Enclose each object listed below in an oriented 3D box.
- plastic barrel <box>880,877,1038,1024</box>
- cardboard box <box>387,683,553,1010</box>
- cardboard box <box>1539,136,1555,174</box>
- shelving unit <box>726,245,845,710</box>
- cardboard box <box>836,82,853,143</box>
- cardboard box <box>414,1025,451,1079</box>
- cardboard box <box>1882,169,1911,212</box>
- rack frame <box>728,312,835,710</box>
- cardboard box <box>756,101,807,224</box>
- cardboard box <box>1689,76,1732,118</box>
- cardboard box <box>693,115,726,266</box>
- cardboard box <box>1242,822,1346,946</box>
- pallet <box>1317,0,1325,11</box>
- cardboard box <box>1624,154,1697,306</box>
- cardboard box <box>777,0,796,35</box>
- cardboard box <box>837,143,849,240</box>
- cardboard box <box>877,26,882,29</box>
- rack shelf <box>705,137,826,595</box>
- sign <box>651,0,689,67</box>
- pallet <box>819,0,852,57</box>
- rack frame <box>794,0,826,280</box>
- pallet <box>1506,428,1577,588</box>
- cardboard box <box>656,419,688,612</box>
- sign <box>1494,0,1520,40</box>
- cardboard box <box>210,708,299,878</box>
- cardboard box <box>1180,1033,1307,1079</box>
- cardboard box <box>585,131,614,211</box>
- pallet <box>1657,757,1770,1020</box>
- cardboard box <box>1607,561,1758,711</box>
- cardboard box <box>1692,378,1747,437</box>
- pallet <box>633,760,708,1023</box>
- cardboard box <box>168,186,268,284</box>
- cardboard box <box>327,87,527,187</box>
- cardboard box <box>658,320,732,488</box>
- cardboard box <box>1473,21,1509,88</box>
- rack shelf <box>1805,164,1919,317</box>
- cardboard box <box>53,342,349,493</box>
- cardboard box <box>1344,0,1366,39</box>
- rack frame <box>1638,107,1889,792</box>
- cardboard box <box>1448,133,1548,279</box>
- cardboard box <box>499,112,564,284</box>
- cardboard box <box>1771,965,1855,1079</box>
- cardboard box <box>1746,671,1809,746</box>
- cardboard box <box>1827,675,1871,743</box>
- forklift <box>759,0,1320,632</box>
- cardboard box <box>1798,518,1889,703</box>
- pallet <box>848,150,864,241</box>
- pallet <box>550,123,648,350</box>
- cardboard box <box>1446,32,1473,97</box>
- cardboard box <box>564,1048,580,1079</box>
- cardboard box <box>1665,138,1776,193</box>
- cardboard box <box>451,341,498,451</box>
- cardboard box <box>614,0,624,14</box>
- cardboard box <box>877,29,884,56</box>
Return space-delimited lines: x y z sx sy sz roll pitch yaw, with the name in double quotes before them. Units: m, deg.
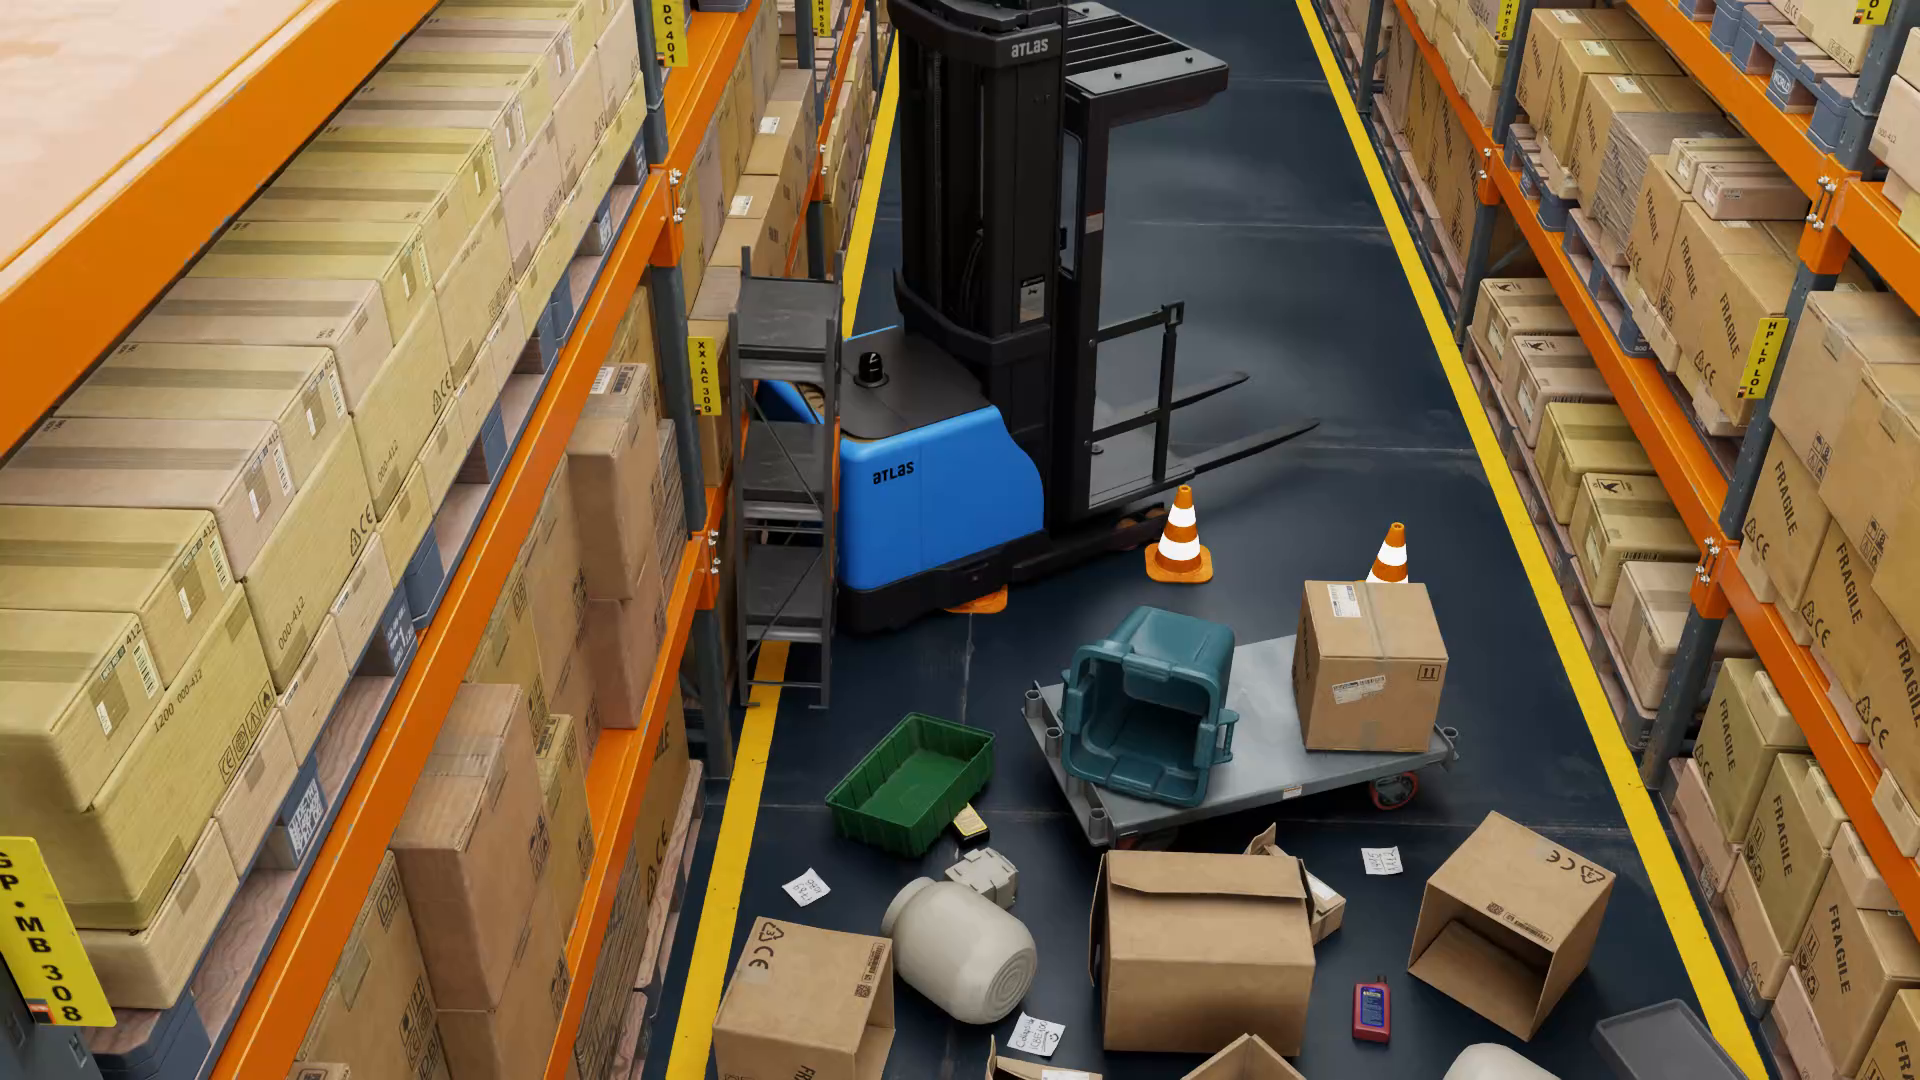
"plastic barrel" -0.007 1.515 6.172 0.512 0.421 0.421 28 44 33
"cardboard box" -1.513 0.719 3.994 0.875 0.550 0.550 1 35 2
"cardboard box" 3.316 -2.037 8.839 0.380 0.149 0.250 -1 35 -1
"shelving unit" -0.734 -0.198 7.098 0.431 2.100 0.503 3 40 -2
"cardboard box" -1.011 -2.947 11.436 0.500 0.250 0.500 2 35 2
"cardboard box" -1.685 1.479 3.852 0.875 0.550 0.550 1 35 2
"cardboard box" 3.196 -1.120 5.290 0.380 0.149 0.250 1 35 1
"rack frame" -0.734 -0.041 6.911 0.400 2.100 0.015 3 40 -2
"cardboard box" -1.105 -2.014 8.866 0.500 0.500 0.500 1 35 2
"cardboard box" 3.847 -1.948 8.148 0.500 0.500 0.500 -1 35 -1
"cardboard box" -1.441 -1.548 7.333 0.700 0.500 0.500 2 35 2
"cardboard box" 1.279 1.367 6.520 0.258 0.266 0.396 -24 42 -30
"pallet" 3.984 -5.463 16.285 1.003 0.211 1.213 1 35 2
"cardboard box" 3.290 -1.357 7.307 0.500 0.500 0.500 2 35 4
"cardboard box" -1.121 -3.101 9.835 0.380 0.149 0.250 1 35 2
"cardboard box" -1.034 -2.363 11.258 0.500 0.500 0.500 2 35 2
"cardboard box" -0.869 -4.327 14.358 0.380 0.149 0.250 1 35 2
"rack shelf" -1.414 -1.081 8.251 1.077 0.370 4.000 1 35 2
"sign" -0.940 -1.686 5.359 0.100 0.325 0.005 1 35 2
"pallet" -1.295 -3.585 11.354 1.003 0.211 1.213 1 35 2
"rack frame" -1.334 -2.525 9.680 1.000 3.000 0.127 1 35 2
"pallet" 3.532 -0.180 8.768 1.003 0.211 1.213 1 35 2
"cardboard box" -1.497 -0.076 6.064 0.875 0.550 0.550 1 35 2
"sign" 3.062 -2.953 9.282 0.100 0.325 0.005 1 35 2
"cardboard box" -1.311 0.398 2.678 0.380 0.149 0.250 2 35 2
"cardboard box" 0.836 2.081 5.296 0.797 0.503 0.637 -24 42 -30
"cardboard box" -1.208 -1.054 4.744 0.380 0.149 0.250 2 35 3
"pallet" 3.464 1.357 6.581 1.003 0.211 1.213 1 35 2
"cardboard box" 3.474 0.431 7.393 0.950 0.372 0.625 2 35 2
"cardboard box" 3.201 -0.541 6.711 0.380 0.149 0.250 2 35 3
"pallet" -1.603 1.349 6.592 1.003 0.211 1.213 1 35 2
"cardboard box" -1.852 -0.582 3.726 0.500 0.250 0.500 2 35 2
"cardboard box" -1.242 -0.948 3.899 0.380 0.149 0.250 1 35 1
"cardboard box" -1.204 -0.564 6.802 0.500 0.500 0.500 2 35 2
"cardboard box" 3.382 -2.896 9.903 0.500 0.250 0.500 1 35 2
"rack shelf" 3.375 0.046 4.039 1.077 0.370 4.000 1 35 2
"cardboard box" -1.292 -0.213 2.854 0.380 0.149 0.250 2 35 2
"cardboard box" 3.945 -4.763 14.727 0.875 0.438 0.875 0 35 0
"rack frame" 3.456 -0.170 6.329 1.000 3.000 0.127 1 35 2
"cardboard box" 3.727 -2.166 10.652 0.875 0.875 0.875 1 35 1
"cardboard box" -1.300 -0.860 4.122 0.500 0.250 0.500 1 35 1
"cardboard box" 3.133 1.727 5.655 0.500 0.250 0.500 1 35 1
"cardboard box" 3.097 0.614 6.024 0.380 0.149 0.250 2 35 3
"cardboard box" 3.139 0.547 5.527 0.380 0.149 0.250 2 35 3
"forklift" 0.535 -1.385 8.117 3.031 2.935 1.130 -19 39 -25
"cardboard box" 3.163 0.202 5.454 0.500 0.500 0.500 1 35 2
"pallet" -1.249 -2.532 12.115 1.003 0.211 1.213 1 35 2
"pallet" -1.538 -0.948 4.904 1.003 0.211 1.213 1 35 2
"cardboard box" 3.382 -2.998 10.483 0.500 0.250 0.500 2 35 3
"cardboard box" -1.660 1.872 4.906 0.875 0.875 0.875 1 35 1
"cardboard box" 3.251 -1.595 7.081 0.380 0.149 0.250 0 35 0
"cardboard box" -1.261 -0.327 3.709 0.380 0.149 0.250 2 35 2
"cardboard box" -1.190 -1.673 4.931 0.380 0.149 0.250 1 35 1
"cardboard box" -0.839 -4.151 13.849 0.380 0.149 0.250 3 35 4
